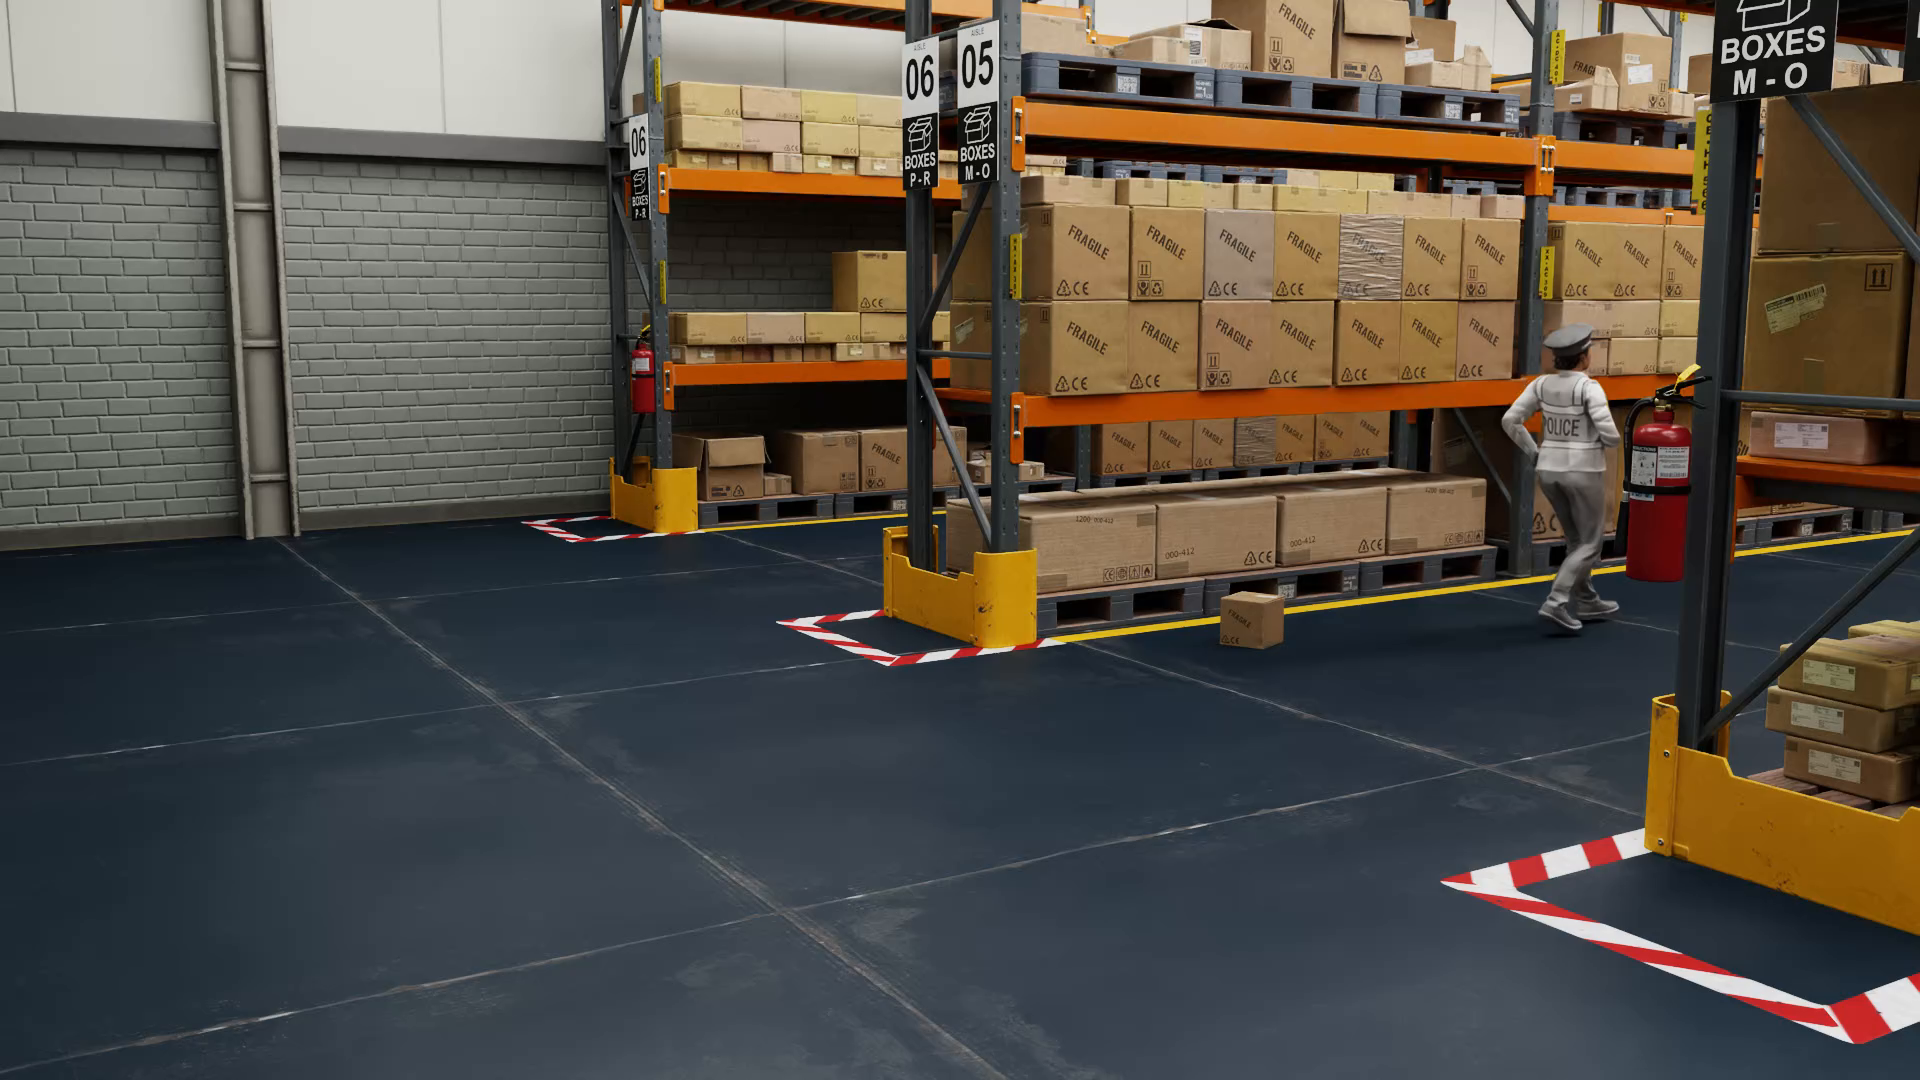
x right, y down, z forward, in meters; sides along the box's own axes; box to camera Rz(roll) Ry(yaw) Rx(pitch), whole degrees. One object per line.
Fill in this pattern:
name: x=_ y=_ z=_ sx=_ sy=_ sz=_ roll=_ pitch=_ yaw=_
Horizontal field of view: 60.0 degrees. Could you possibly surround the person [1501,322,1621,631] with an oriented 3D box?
person: x=3.429 y=-0.360 z=9.115 sx=0.777 sy=1.660 sz=0.626 roll=-4 pitch=9 yaw=-28
